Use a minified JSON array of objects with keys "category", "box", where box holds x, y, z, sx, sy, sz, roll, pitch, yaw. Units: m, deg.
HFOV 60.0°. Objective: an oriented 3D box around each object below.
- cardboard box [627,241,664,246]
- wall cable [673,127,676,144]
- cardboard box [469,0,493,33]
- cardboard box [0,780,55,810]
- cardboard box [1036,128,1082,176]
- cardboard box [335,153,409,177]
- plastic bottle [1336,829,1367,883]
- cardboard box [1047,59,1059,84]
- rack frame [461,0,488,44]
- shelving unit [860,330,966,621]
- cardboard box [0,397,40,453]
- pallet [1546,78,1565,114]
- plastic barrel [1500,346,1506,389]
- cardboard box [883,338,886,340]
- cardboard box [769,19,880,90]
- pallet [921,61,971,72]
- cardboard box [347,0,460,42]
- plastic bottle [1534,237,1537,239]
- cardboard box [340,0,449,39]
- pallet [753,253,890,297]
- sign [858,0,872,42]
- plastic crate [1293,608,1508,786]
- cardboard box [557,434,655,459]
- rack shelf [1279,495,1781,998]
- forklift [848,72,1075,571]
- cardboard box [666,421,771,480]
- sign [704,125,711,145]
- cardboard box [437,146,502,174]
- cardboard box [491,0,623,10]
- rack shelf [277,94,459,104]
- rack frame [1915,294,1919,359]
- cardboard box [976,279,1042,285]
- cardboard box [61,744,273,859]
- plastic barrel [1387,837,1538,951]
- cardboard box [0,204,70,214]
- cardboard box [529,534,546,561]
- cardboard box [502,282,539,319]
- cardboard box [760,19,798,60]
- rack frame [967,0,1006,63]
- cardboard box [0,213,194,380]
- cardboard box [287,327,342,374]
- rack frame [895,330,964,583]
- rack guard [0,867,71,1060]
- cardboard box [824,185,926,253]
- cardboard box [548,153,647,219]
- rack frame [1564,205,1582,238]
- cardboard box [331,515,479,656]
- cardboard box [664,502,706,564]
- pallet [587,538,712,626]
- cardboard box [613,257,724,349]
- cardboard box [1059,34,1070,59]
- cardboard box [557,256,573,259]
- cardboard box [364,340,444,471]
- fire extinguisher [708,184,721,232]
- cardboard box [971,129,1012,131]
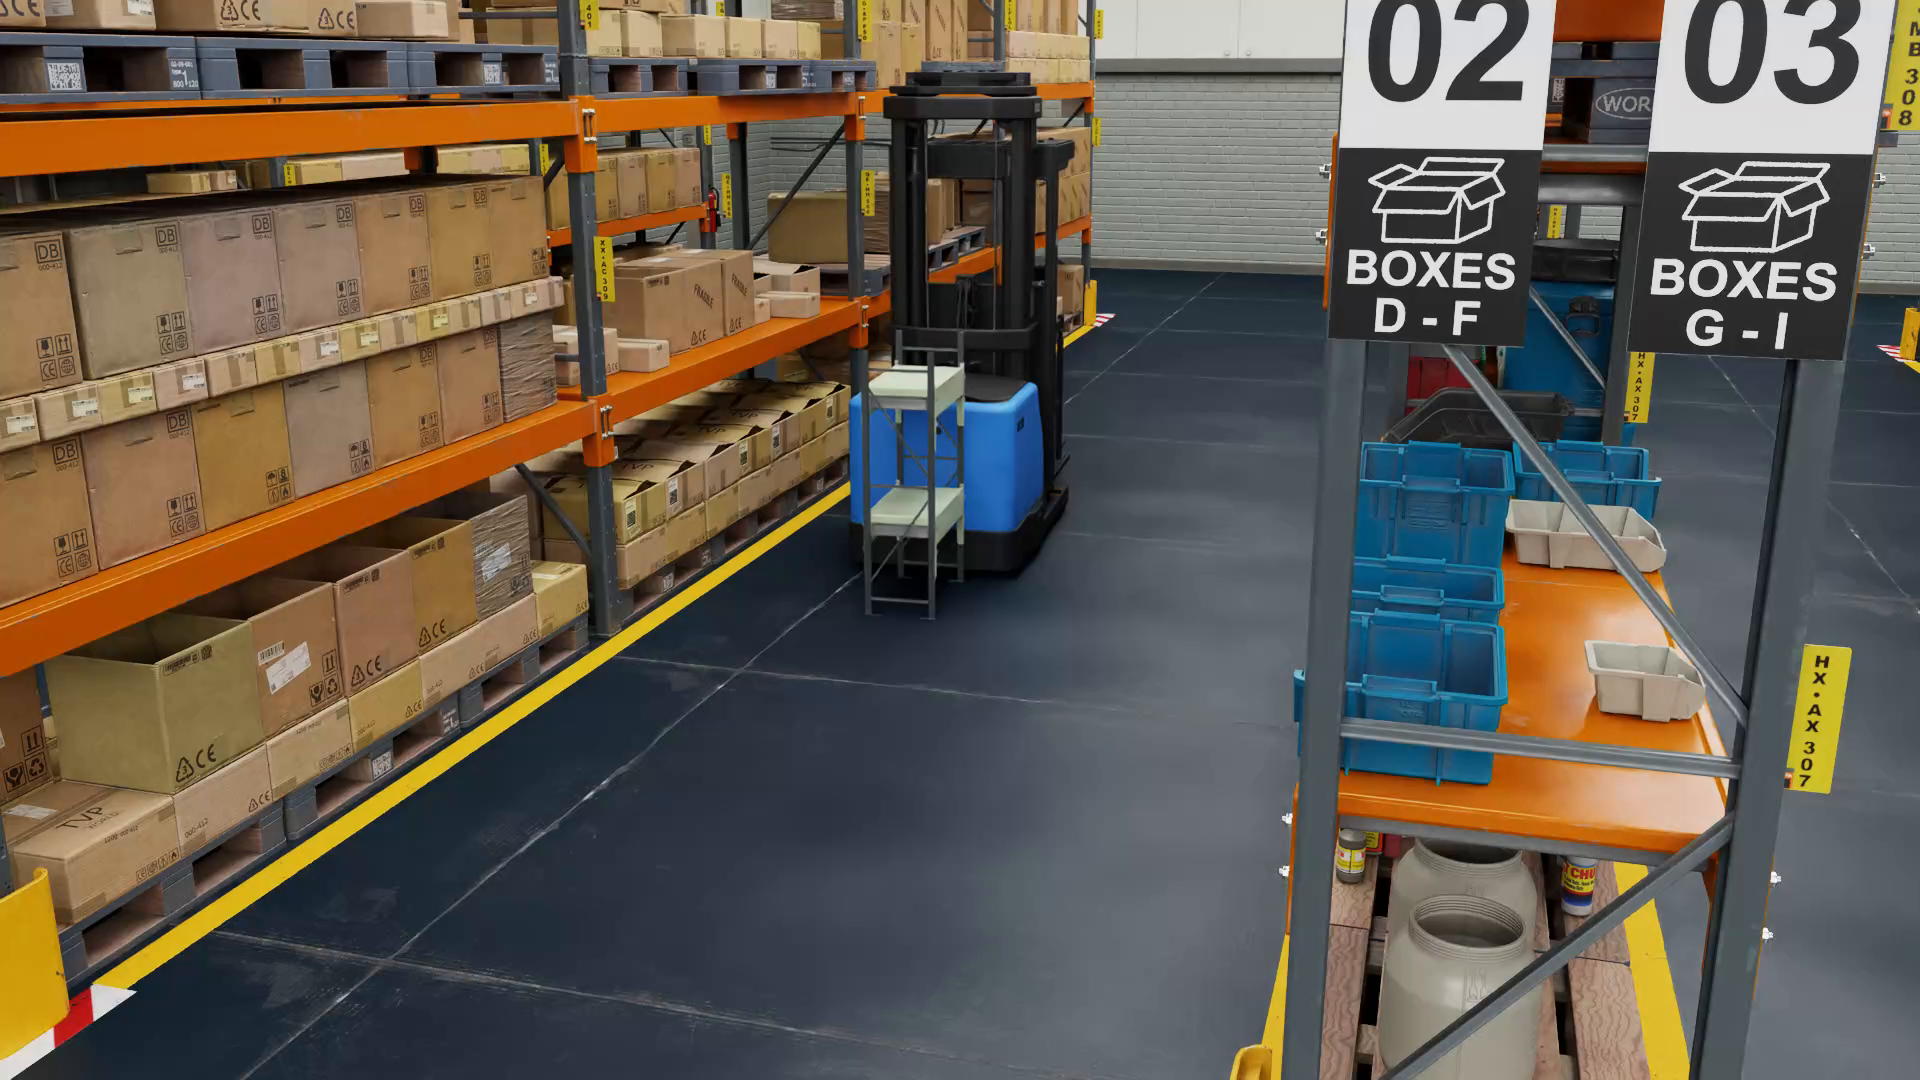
[{"category":"cardboard box","box":[-3.941,-3.657,20.847,0.380,0.149,0.250,5,17,16]},{"category":"wall cable","box":[-4.224,-5.385,22.456,0.084,1.984,1.851,5,16,16]},{"category":"cardboard box","box":[-4.843,-5.624,17.611,0.500,0.500,0.500,4,16,15]},{"category":"cardboard box","box":[-3.609,1.039,5.939,0.500,0.250,0.500,5,16,16]},{"category":"cardboard box","box":[1.063,-4.364,18.702,0.500,0.500,0.500,5,17,17]},{"category":"cardboard box","box":[-5.288,-3.327,14.923,0.500,0.250,0.500,5,17,16]},{"category":"plastic bottle","box":[1.372,1.086,5.824,0.097,0.201,0.097,0,16,0]},{"category":"cardboard box","box":[0.736,-4.929,17.490,0.500,0.250,0.500,5,16,16]},{"category":"rack frame","box":[-4.818,-6.328,16.647,1.000,3.000,0.127,5,16,16]},{"category":"shelving unit","box":[-0.255,-0.383,9.433,0.431,1.500,0.755,3,16,12]},{"category":"cardboard box","box":[-3.160,-0.365,5.247,0.380,0.149,0.250,5,16,15]},{"category":"pallet","box":[2.296,-1.736,6.302,1.213,0.211,1.003,5,16,16]},{"category":"plastic barrel","box":[2.889,-0.879,8.182,0.433,0.535,0.433,0,16,0]},{"category":"cardboard box","box":[-0.367,-1.523,14.476,0.500,0.500,0.500,4,16,14]},{"category":"cardboard box","box":[-1.113,-3.620,12.414,0.910,0.500,0.500,5,16,16]},{"category":"pallet","box":[-0.612,-3.974,14.191,1.213,0.211,1.003,5,16,16]},{"category":"cardboard box","box":[-2.737,-2.614,7.844,0.500,0.500,0.500,6,17,20]},{"category":"plastic bottle","box":[4.856,-2.425,14.095,0.061,0.283,0.133,5,16,16]},{"category":"cardboard box","box":[-2.422,-2.220,7.097,0.380,0.149,0.250,5,16,16]},{"category":"pallet","box":[-1.079,-2.102,13.096,1.213,0.211,1.003,5,16,16]},{"category":"sign","box":[-0.675,-3.696,11.775,0.100,0.325,0.005,5,16,16]},{"category":"plastic crate","box":[1.126,0.384,4.252,0.499,0.251,0.616,5,16,16]},{"category":"cardboard box","box":[-2.215,-0.509,10.370,0.500,0.311,0.500,5,16,16]},{"category":"rack shelf","box":[1.839,0.289,5.631,1.077,0.370,4.000,5,16,16]},{"category":"forklift","box":[0.141,-1.582,11.037,1.130,2.935,3.031,3,16,12]},{"category":"cardboard box","box":[-1.549,-0.605,10.708,0.500,0.311,0.500,5,17,17]},{"category":"sign","box":[-3.165,-5.113,20.804,0.100,0.325,0.005,5,16,16]},{"category":"cardboard box","box":[-4.860,-3.728,16.336,0.500,0.250,0.500,5,17,17]},{"category":"cardboard box","box":[-2.128,-3.057,8.745,0.500,0.500,0.500,5,17,17]},{"category":"rack shelf","box":[-5.387,-4.015,15.310,1.077,0.370,4.000,5,16,16]},{"category":"rack frame","box":[10.566,-3.336,17.092,1.000,3.000,0.127,5,16,16]},{"category":"cardboard box","box":[0.461,-2.561,18.130,0.797,0.503,0.637,5,16,16]},{"category":"cardboard box","box":[-2.974,0.948,6.260,0.500,0.250,0.500,5,16,16]},{"category":"plastic barrel","box":[1.526,1.152,5.061,0.421,0.512,0.421,0,16,0]},{"category":"cardboard box","box":[-6.591,-2.059,11.602,0.700,0.500,0.500,7,17,24]},{"category":"cardboard box","box":[-2.501,0.025,9.515,0.500,0.250,0.500,4,16,15]},{"category":"cardboard box","box":[-2.285,-1.173,8.096,0.380,0.149,0.250,4,16,15]},{"category":"cardboard box","box":[-1.411,-3.323,11.057,0.500,0.250,0.500,5,17,17]},{"category":"rack frame","box":[-0.068,-5.944,15.296,1.000,3.000,0.127,5,16,16]},{"category":"cardboard box","box":[-3.174,-0.864,5.818,0.700,0.500,0.500,4,16,14]},{"category":"cardboard box","box":[-2.722,-0.767,6.664,0.380,0.149,0.250,5,17,16]},{"category":"rack frame","box":[-0.175,-0.481,9.776,0.400,1.500,0.023,3,16,12]},{"category":"rack guard","box":[-3.485,1.290,5.365,1.175,0.500,0.348,5,16,16]},{"category":"cardboard box","box":[-0.691,-2.660,13.757,0.700,0.500,0.500,8,18,26]},{"category":"cardboard box","box":[-4.238,-4.108,19.266,0.980,0.700,0.700,4,16,13]},{"category":"rack frame","box":[3.544,-1.627,11.067,1.000,3.000,0.127,5,16,16]},{"category":"cardboard box","box":[-2.555,0.194,7.543,0.500,0.500,0.500,5,16,16]},{"category":"cardboard box","box":[-1.842,-0.064,9.829,0.500,0.250,0.500,5,17,17]},{"category":"pallet","box":[-2.169,0.180,9.806,1.003,0.211,1.213,5,16,16]},{"category":"cardboard box","box":[-1.815,-1.482,10.374,0.500,0.500,0.500,5,16,16]},{"category":"cardboard box","box":[0.880,-5.301,17.882,0.500,0.250,0.500,5,16,16]},{"category":"cardboard box","box":[-4.444,-3.191,19.206,0.380,0.149,0.250,5,17,16]},{"category":"cardboard box","box":[-2.751,-0.627,7.361,0.700,0.500,0.500,5,17,17]},{"category":"fire extinguisher","box":[-3.196,-4.275,21.229,0.296,0.674,0.183,5,16,16]},{"category":"cardboard box","box":[0.402,-4.270,18.372,0.500,0.500,0.500,5,17,17]}]
